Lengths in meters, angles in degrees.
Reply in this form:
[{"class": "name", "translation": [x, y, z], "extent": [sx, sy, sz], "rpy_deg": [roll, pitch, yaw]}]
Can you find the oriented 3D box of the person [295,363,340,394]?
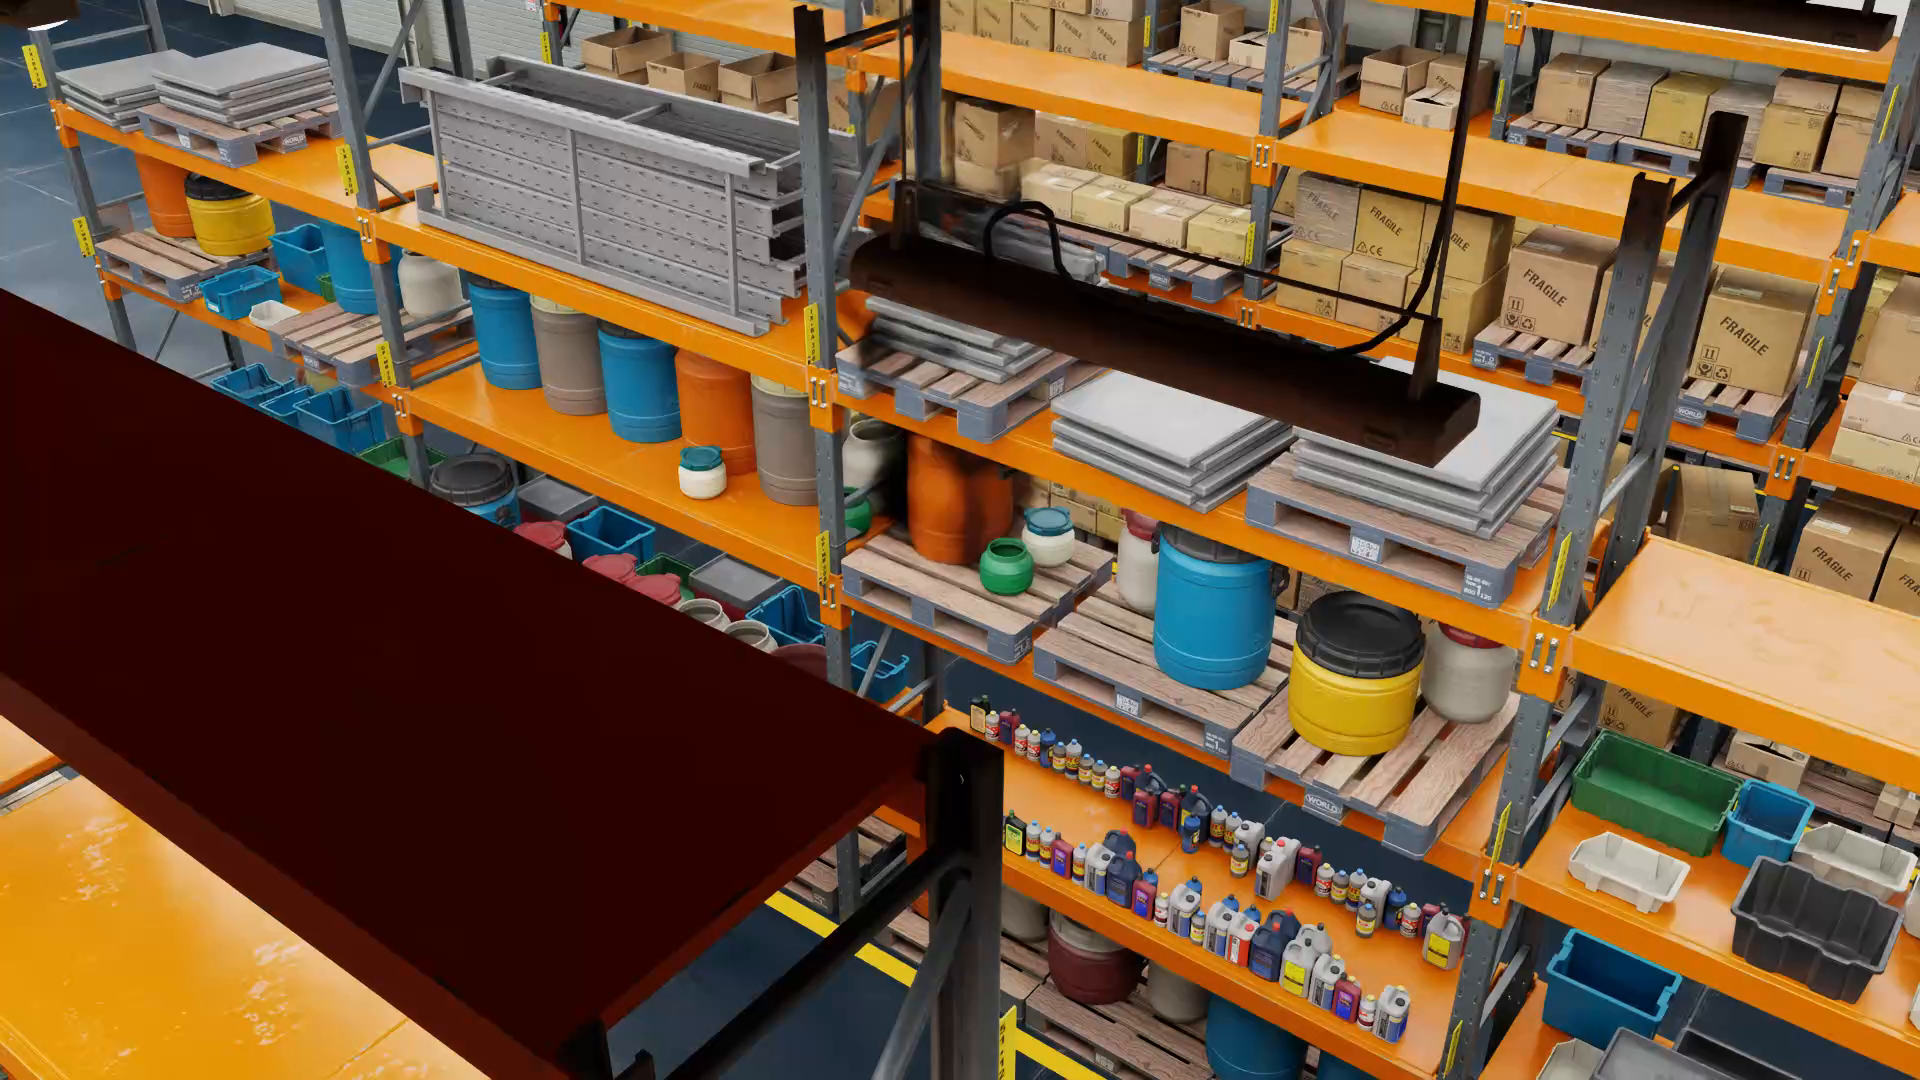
[{"class": "person", "translation": [-6.229, -1.521, 16.205], "extent": [0.526, 1.636, 0.605], "rpy_deg": [17, 36, 26]}]
